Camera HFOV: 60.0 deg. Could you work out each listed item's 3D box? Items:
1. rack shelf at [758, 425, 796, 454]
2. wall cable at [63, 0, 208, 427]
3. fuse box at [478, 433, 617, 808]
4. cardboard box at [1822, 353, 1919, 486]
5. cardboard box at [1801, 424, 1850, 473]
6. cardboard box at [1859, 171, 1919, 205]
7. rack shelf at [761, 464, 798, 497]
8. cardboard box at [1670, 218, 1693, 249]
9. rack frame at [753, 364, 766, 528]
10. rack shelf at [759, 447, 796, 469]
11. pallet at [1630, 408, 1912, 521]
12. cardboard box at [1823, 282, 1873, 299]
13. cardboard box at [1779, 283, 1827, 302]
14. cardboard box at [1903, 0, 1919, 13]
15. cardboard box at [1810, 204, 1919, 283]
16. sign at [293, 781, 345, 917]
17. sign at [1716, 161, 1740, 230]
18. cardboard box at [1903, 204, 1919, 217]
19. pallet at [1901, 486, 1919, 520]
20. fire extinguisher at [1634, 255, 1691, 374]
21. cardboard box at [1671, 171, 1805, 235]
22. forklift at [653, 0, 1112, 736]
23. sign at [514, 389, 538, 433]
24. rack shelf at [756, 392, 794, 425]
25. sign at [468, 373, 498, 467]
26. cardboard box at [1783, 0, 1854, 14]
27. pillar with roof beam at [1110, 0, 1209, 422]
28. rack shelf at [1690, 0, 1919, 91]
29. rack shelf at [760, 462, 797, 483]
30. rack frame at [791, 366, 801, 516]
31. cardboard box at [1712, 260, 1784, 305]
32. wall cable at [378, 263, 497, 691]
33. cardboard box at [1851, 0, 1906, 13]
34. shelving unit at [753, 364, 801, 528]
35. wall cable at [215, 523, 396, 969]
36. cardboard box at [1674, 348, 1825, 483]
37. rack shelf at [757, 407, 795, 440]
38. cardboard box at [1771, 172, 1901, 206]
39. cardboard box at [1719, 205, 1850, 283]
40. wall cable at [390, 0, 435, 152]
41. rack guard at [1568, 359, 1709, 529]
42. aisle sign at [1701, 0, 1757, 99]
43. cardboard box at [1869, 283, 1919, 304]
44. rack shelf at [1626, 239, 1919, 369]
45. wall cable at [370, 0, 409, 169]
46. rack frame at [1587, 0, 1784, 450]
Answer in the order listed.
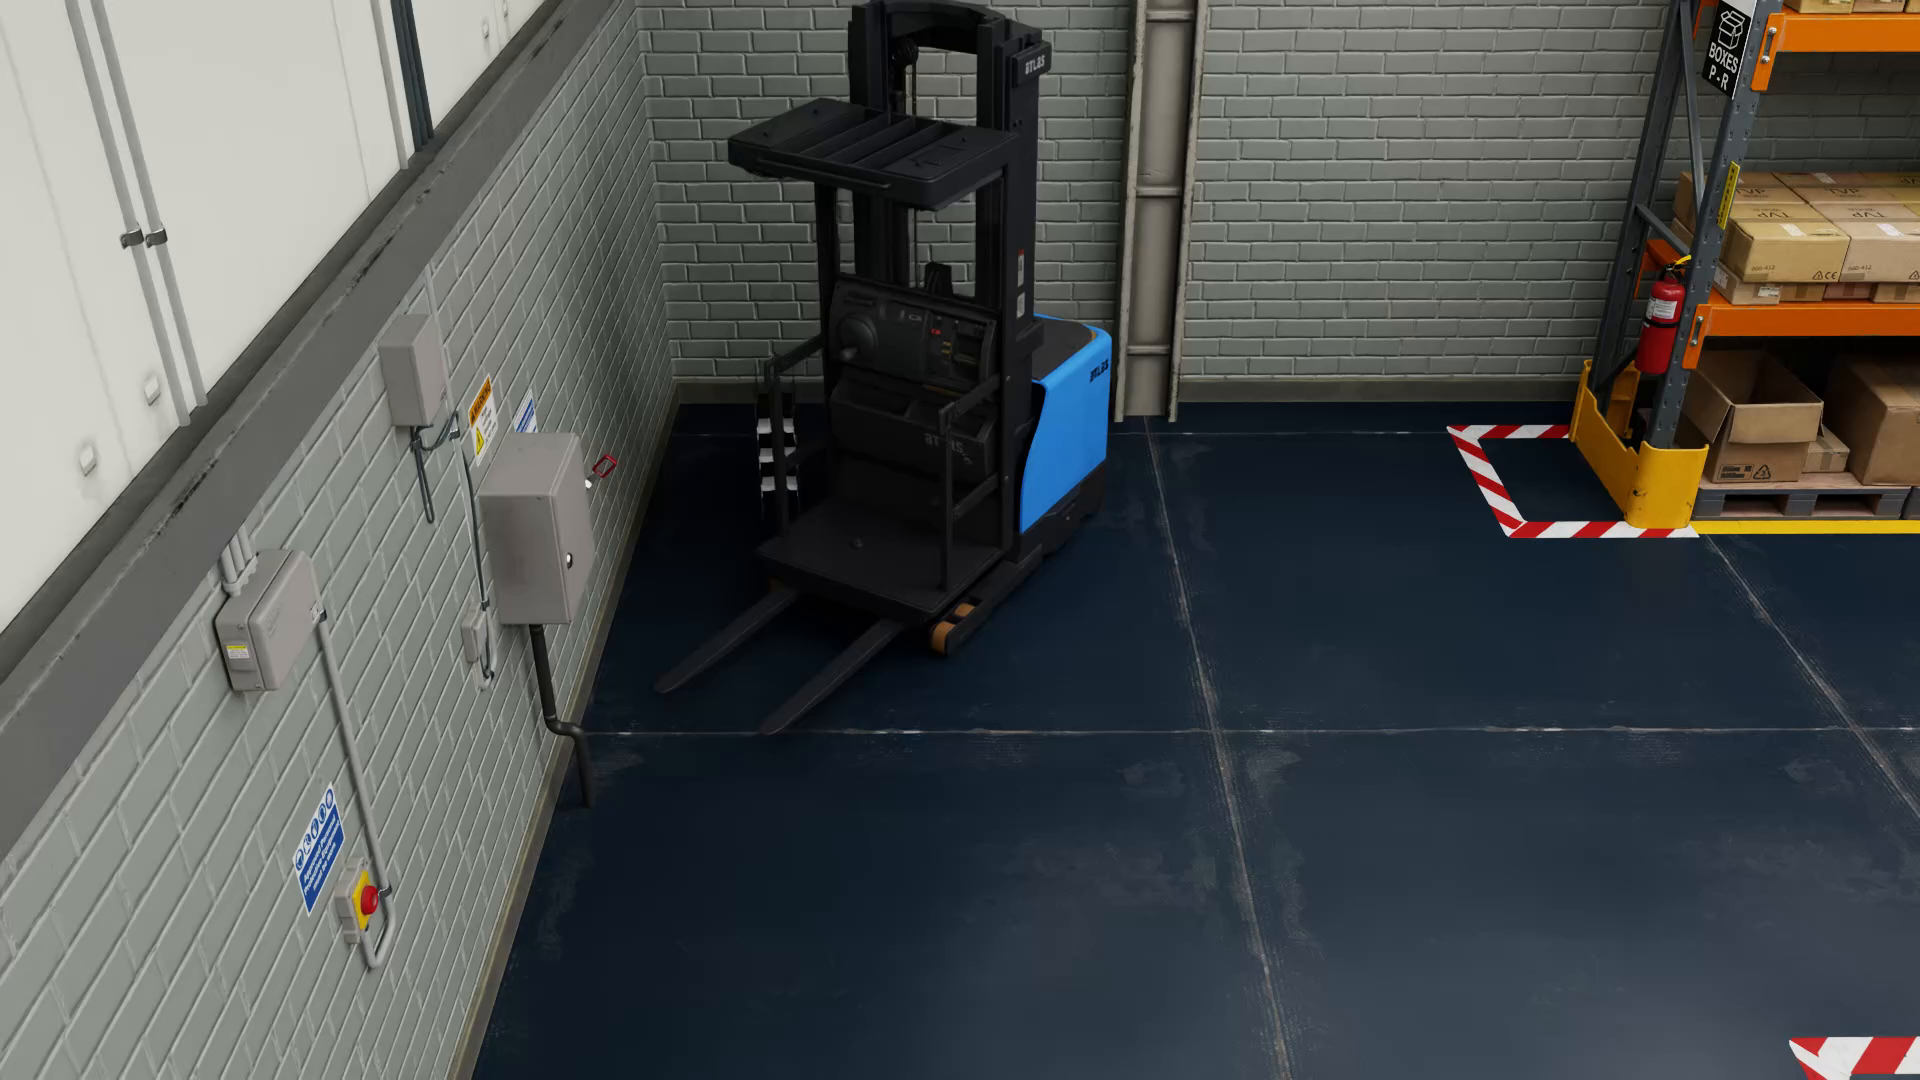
[{"bbox_3d":[-1.011,-0.568,9.210,0.200,0.077,0.258,-2,31,-3],"label":"rack shelf"},{"bbox_3d":[-1.785,-1.475,3.005,0.029,3.000,0.463,0,31,0],"label":"wall cable"},{"bbox_3d":[-1.604,0.417,6.914,0.414,1.711,0.539,0,31,0],"label":"fuse box"},{"bbox_3d":[5.335,-0.695,9.508,0.500,0.500,0.700,1,31,2],"label":"cardboard box"},{"bbox_3d":[4.905,-0.543,9.597,0.250,0.149,0.380,-1,31,-2],"label":"cardboard box"},{"bbox_3d":[5.337,-1.851,9.267,0.500,0.250,0.500,1,31,1],"label":"cardboard box"},{"bbox_3d":[-1.011,-0.338,9.350,0.200,0.077,0.258,-2,31,-3],"label":"rack shelf"},{"bbox_3d":[4.198,-1.681,9.372,0.250,0.149,0.380,-1,31,-1],"label":"cardboard box"},{"bbox_3d":[-1.113,-0.517,9.234,0.006,0.900,0.240,-2,31,-3],"label":"rack frame"},{"bbox_3d":[-1.011,-0.491,9.257,0.200,0.077,0.258,-2,31,-3],"label":"rack shelf"},{"bbox_3d":[4.741,-0.459,9.804,1.213,0.211,1.003,0,31,0],"label":"pallet"},{"bbox_3d":[4.715,-1.444,8.980,0.250,0.149,0.380,-1,31,-1],"label":"cardboard box"},{"bbox_3d":[4.452,-1.425,8.949,0.250,0.149,0.380,1,31,1],"label":"cardboard box"},{"bbox_3d":[4.707,-2.710,8.176,0.250,0.149,0.380,0,31,0],"label":"cardboard box"},{"bbox_3d":[4.827,-1.575,8.812,0.500,0.250,0.500,0,31,0],"label":"cardboard box"},{"bbox_3d":[-1.798,0.866,4.671,0.001,0.218,0.327,0,31,0],"label":"sign"},{"bbox_3d":[3.871,-1.737,8.387,0.005,0.325,0.100,0,31,0],"label":"sign"},{"bbox_3d":[5.334,-1.578,8.817,0.500,0.250,0.500,-1,31,-1],"label":"cardboard box"},{"bbox_3d":[5.958,-0.462,9.808,1.213,0.211,1.003,0,31,0],"label":"pallet"},{"bbox_3d":[3.723,-1.216,8.796,0.183,0.674,0.296,0,31,0],"label":"fire extinguisher"},{"bbox_3d":[4.326,-1.851,9.266,0.500,0.250,0.500,1,31,1],"label":"cardboard box"},{"bbox_3d":[-0.350,-0.954,7.997,1.130,2.935,3.031,17,35,26],"label":"forklift"},{"bbox_3d":[-1.814,-0.349,7.025,0.001,0.494,0.329,0,31,0],"label":"sign"},{"bbox_3d":[-1.011,-0.722,9.117,0.200,0.077,0.258,-2,31,-3],"label":"rack shelf"},{"bbox_3d":[-1.811,-0.458,6.317,0.001,0.242,0.339,0,31,0],"label":"sign"},{"bbox_3d":[4.188,-2.704,8.165,0.250,0.149,0.380,0,31,1],"label":"cardboard box"},{"bbox_3d":[1.192,-2.439,4.595,0.400,9.000,9.100,0,31,0],"label":"pillar with roof beam"},{"bbox_3d":[5.868,-2.630,8.494,4.000,0.370,1.077,0,31,0],"label":"rack shelf"},{"bbox_3d":[-1.011,-0.415,9.303,0.200,0.077,0.258,-2,31,-3],"label":"rack shelf"},{"bbox_3d":[-0.910,-0.523,9.245,0.006,0.900,0.240,-2,31,-3],"label":"rack frame"},{"bbox_3d":[4.198,-1.400,8.908,0.250,0.149,0.380,0,31,-1],"label":"cardboard box"},{"bbox_3d":[-1.757,-0.214,5.732,0.122,1.984,0.588,0,31,0],"label":"wall cable"},{"bbox_3d":[4.450,-2.718,8.189,0.250,0.149,0.380,0,31,1],"label":"cardboard box"},{"bbox_3d":[-1.011,-0.520,9.240,0.210,0.900,0.258,-2,31,-3],"label":"shelving unit"},{"bbox_3d":[-1.737,0.508,4.511,0.123,1.953,0.585,0,31,0],"label":"wall cable"},{"bbox_3d":[4.480,-0.714,9.536,0.637,0.503,0.797,-1,31,-2],"label":"cardboard box"},{"bbox_3d":[-1.011,-0.645,9.163,0.200,0.077,0.258,-2,31,-3],"label":"rack shelf"},{"bbox_3d":[4.842,-1.852,9.268,0.500,0.250,0.500,0,31,0],"label":"cardboard box"},{"bbox_3d":[4.323,-1.573,8.809,0.500,0.250,0.500,0,31,0],"label":"cardboard box"},{"bbox_3d":[-1.766,-3.326,6.021,0.133,3.039,2.988,0,31,0],"label":"wall cable"},{"bbox_3d":[3.944,-0.580,9.724,0.348,0.500,1.175,0,31,0],"label":"rack guard"},{"bbox_3d":[3.801,-2.607,8.150,0.004,0.787,0.394,0,31,0],"label":"aisle sign"},{"bbox_3d":[4.968,-1.413,8.929,0.250,0.149,0.380,1,31,1],"label":"cardboard box"},{"bbox_3d":[5.868,-1.347,9.272,4.000,0.370,1.077,0,31,0],"label":"rack shelf"},{"bbox_3d":[-1.787,-1.865,3.648,0.029,3.000,2.355,0,31,0],"label":"wall cable"},{"bbox_3d":[3.868,-1.649,9.075,0.127,3.000,1.000,0,31,0],"label":"rack frame"}]
